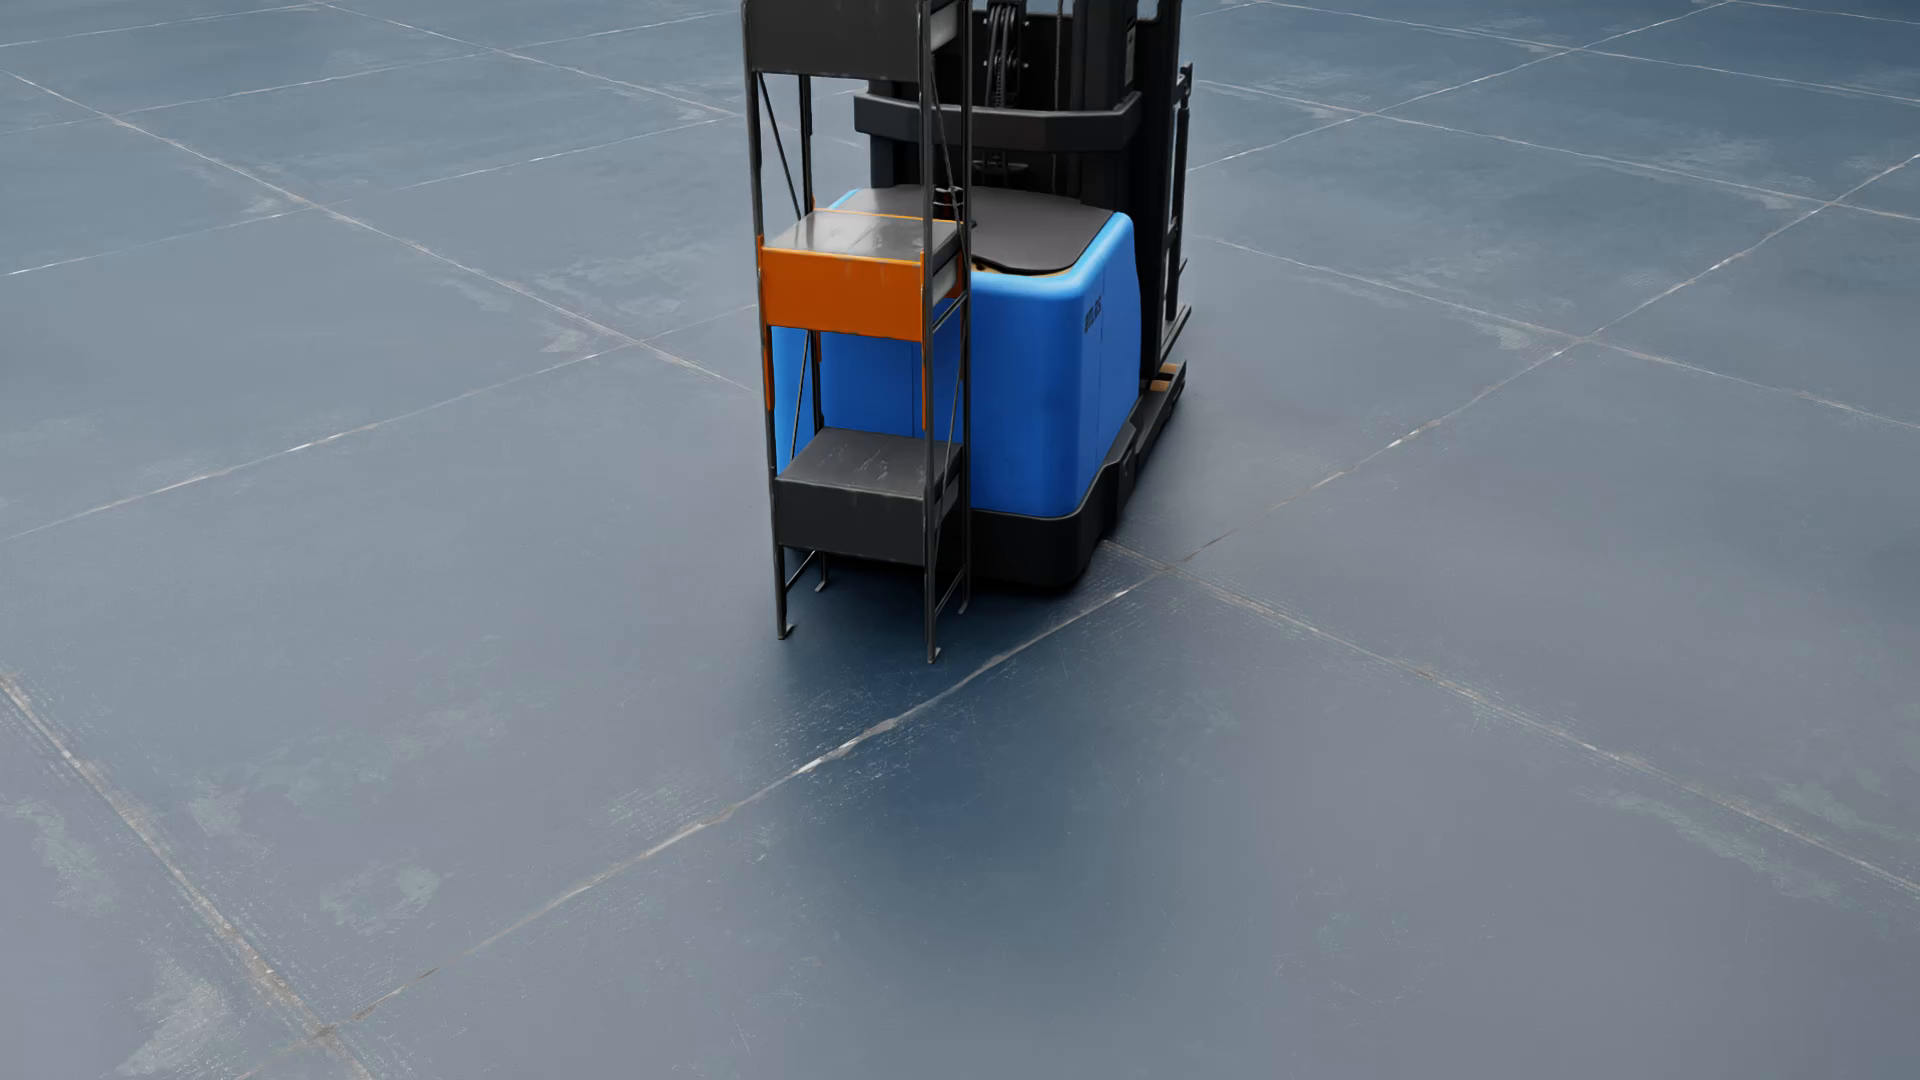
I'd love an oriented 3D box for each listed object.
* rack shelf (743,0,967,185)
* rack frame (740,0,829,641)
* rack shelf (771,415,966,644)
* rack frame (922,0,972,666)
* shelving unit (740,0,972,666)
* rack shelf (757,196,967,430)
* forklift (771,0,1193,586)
[{"bbox_3d":[-0.266,-1.280,4.453,0.480,0.518,0.431,8,29,15],"label":"rack shelf"},{"bbox_3d":[-0.499,-0.706,4.836,0.015,2.100,0.400,8,29,15],"label":"rack frame"},{"bbox_3d":[-0.266,-0.041,5.105,0.480,0.518,0.431,8,29,15],"label":"rack shelf"},{"bbox_3d":[-0.032,-0.639,4.709,0.015,2.100,0.400,8,29,15],"label":"rack frame"},{"bbox_3d":[-0.266,-0.672,4.773,0.503,2.100,0.431,8,29,15],"label":"shelving unit"},{"bbox_3d":[-0.266,-0.660,4.779,0.480,0.518,0.431,8,29,15],"label":"rack shelf"},{"bbox_3d":[0.296,-1.817,6.057,1.130,2.935,3.031,8,29,15],"label":"forklift"}]
